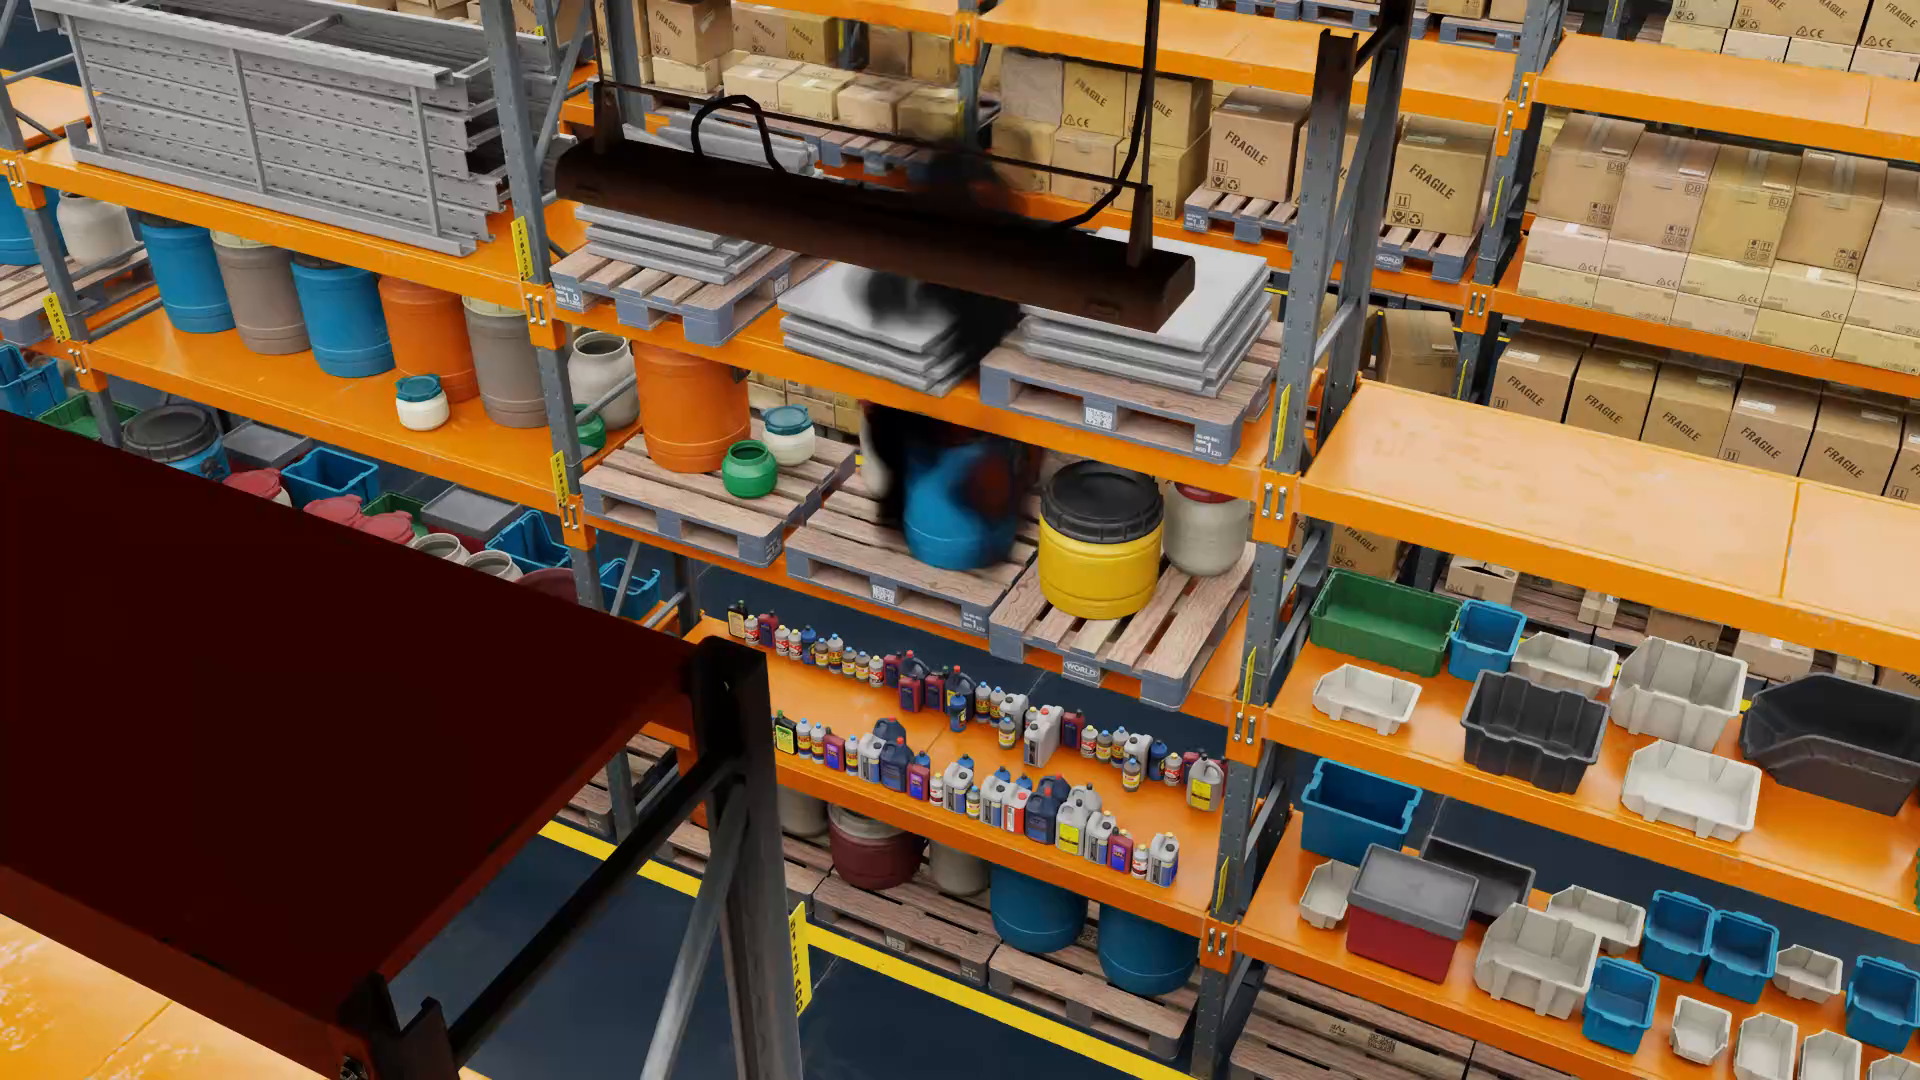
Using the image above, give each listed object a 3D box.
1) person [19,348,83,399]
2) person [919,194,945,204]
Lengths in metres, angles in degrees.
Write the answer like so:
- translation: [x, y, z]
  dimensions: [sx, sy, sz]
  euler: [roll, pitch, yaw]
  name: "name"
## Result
- translation: [-7.969, -1.545, 14.626]
  dimensions: [0.602, 1.684, 0.664]
  euler: [5, 35, 6]
  name: "person"
- translation: [-0.272, -2.687, 16.253]
  dimensions: [0.746, 1.751, 0.554]
  euler: [14, 38, 20]
  name: "person"
